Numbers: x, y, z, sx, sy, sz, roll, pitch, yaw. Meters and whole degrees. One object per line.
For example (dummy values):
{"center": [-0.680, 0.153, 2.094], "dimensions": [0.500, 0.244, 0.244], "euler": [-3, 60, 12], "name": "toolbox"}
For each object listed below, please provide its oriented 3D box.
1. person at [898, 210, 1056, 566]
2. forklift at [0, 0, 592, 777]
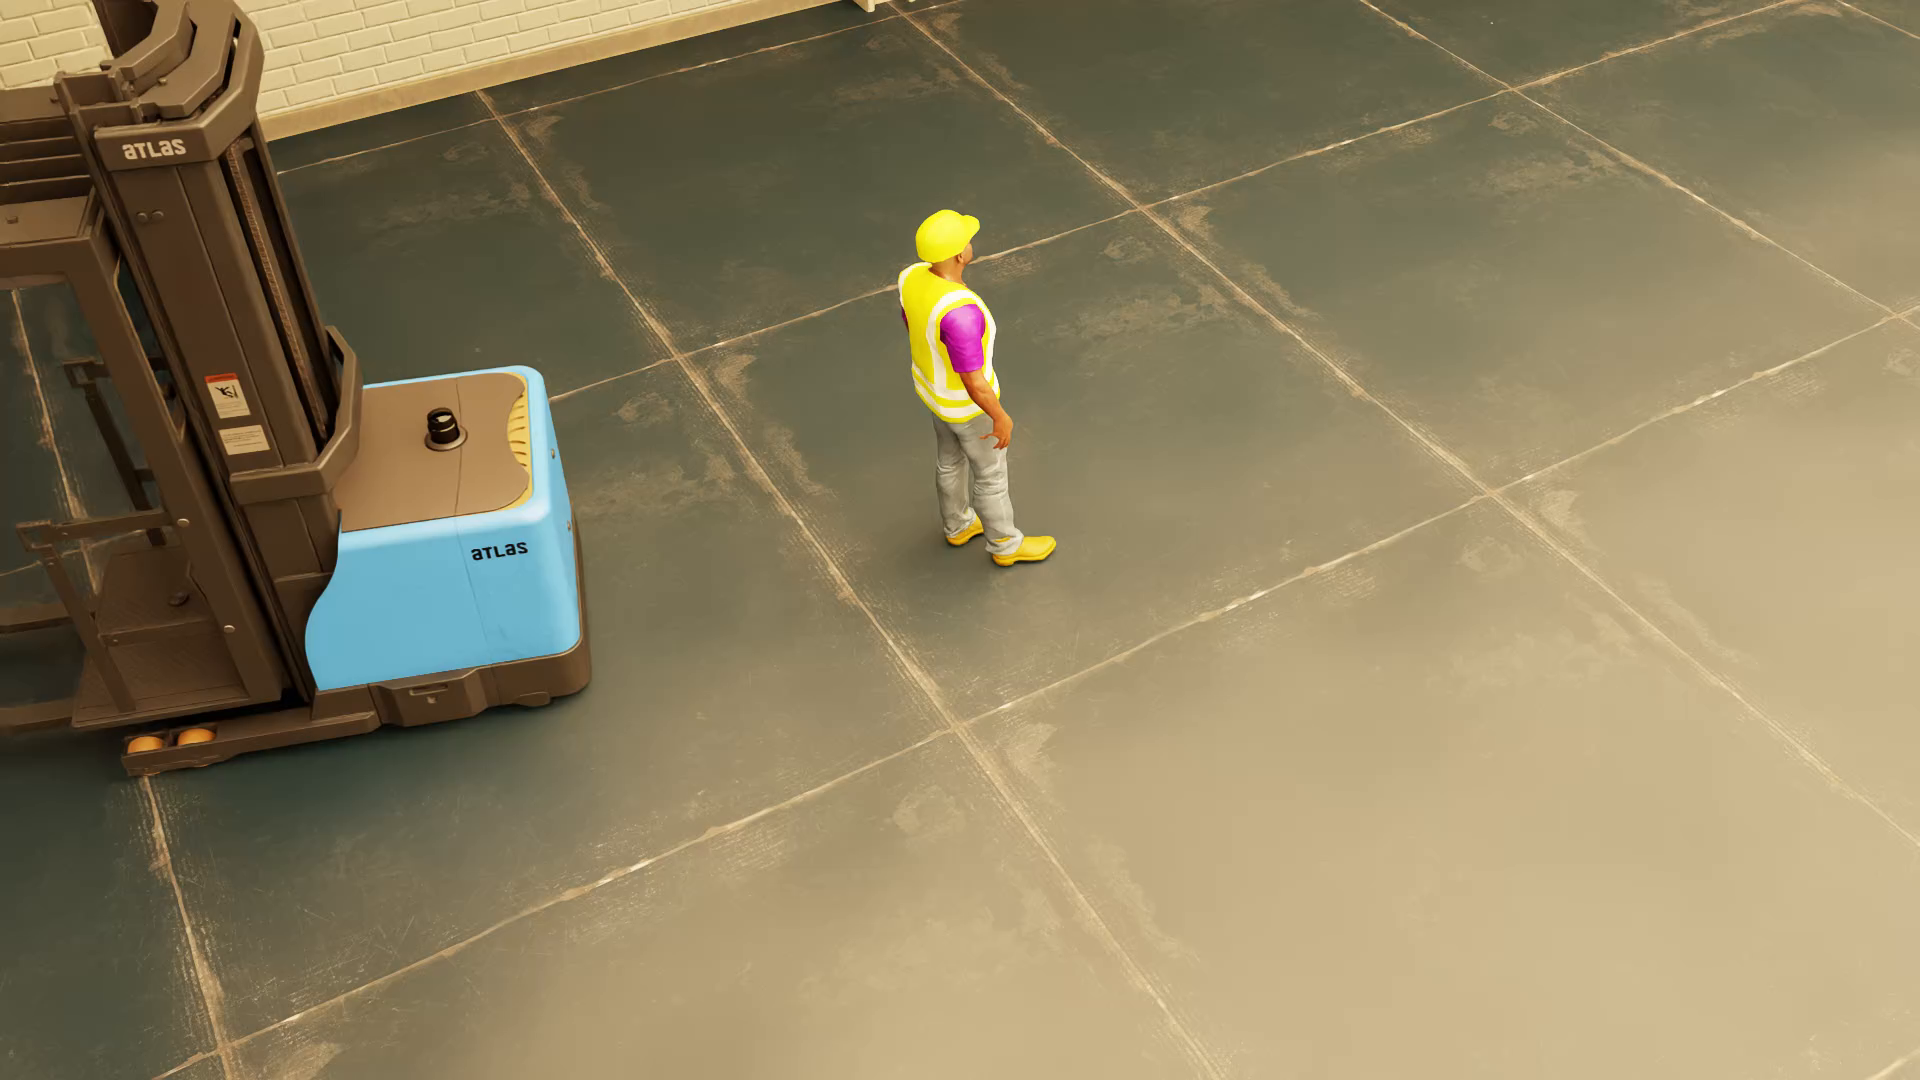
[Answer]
{"center": [0.063, -0.671, 7.272], "dimensions": [0.575, 1.761, 0.666], "euler": [-21, 47, -21], "name": "person"}
{"center": [-3.150, -0.507, 6.244], "dimensions": [3.031, 2.935, 1.130], "euler": [-9, 44, -9], "name": "forklift"}
